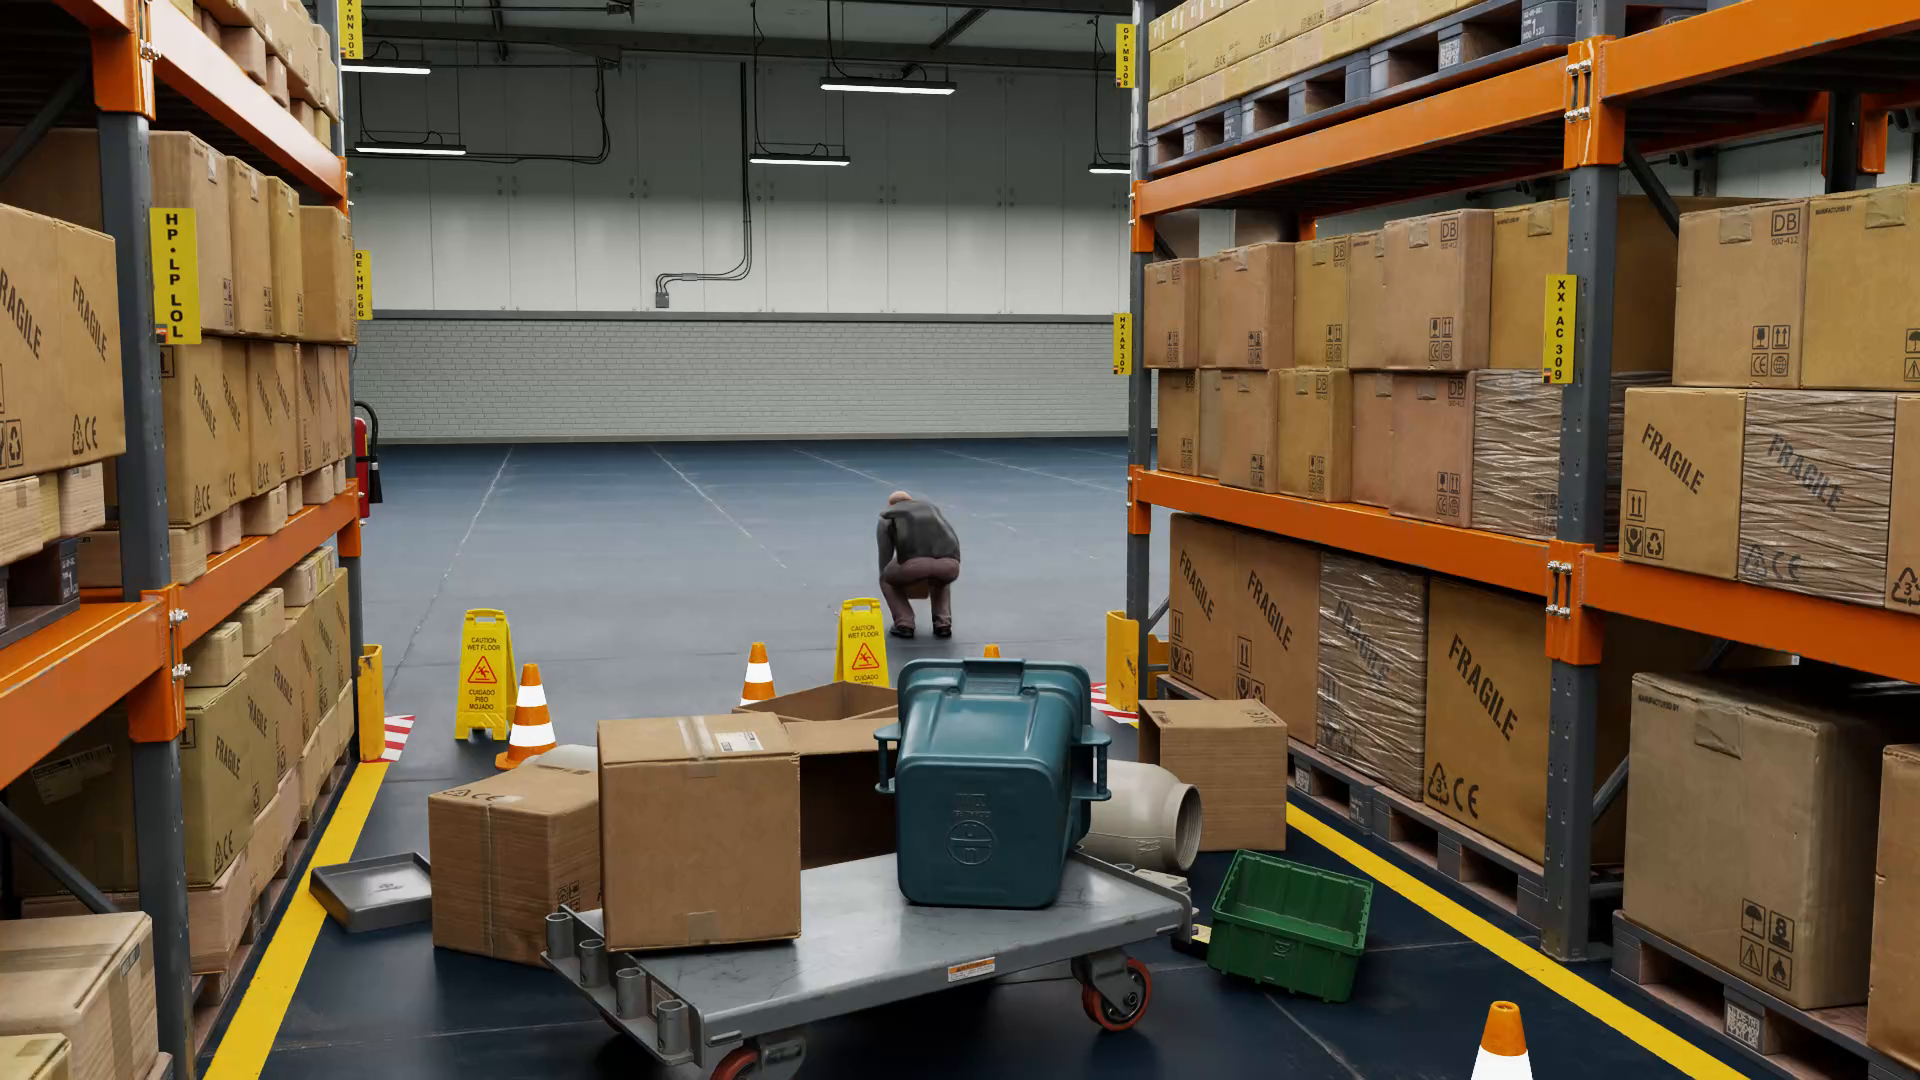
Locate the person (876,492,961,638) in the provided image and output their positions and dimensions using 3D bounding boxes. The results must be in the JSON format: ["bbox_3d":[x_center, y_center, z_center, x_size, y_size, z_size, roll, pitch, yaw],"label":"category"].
[{"bbox_3d":[-0.301,0.169,11.600,0.511,0.964,0.884,-2,6,-15],"label":"person"}]
